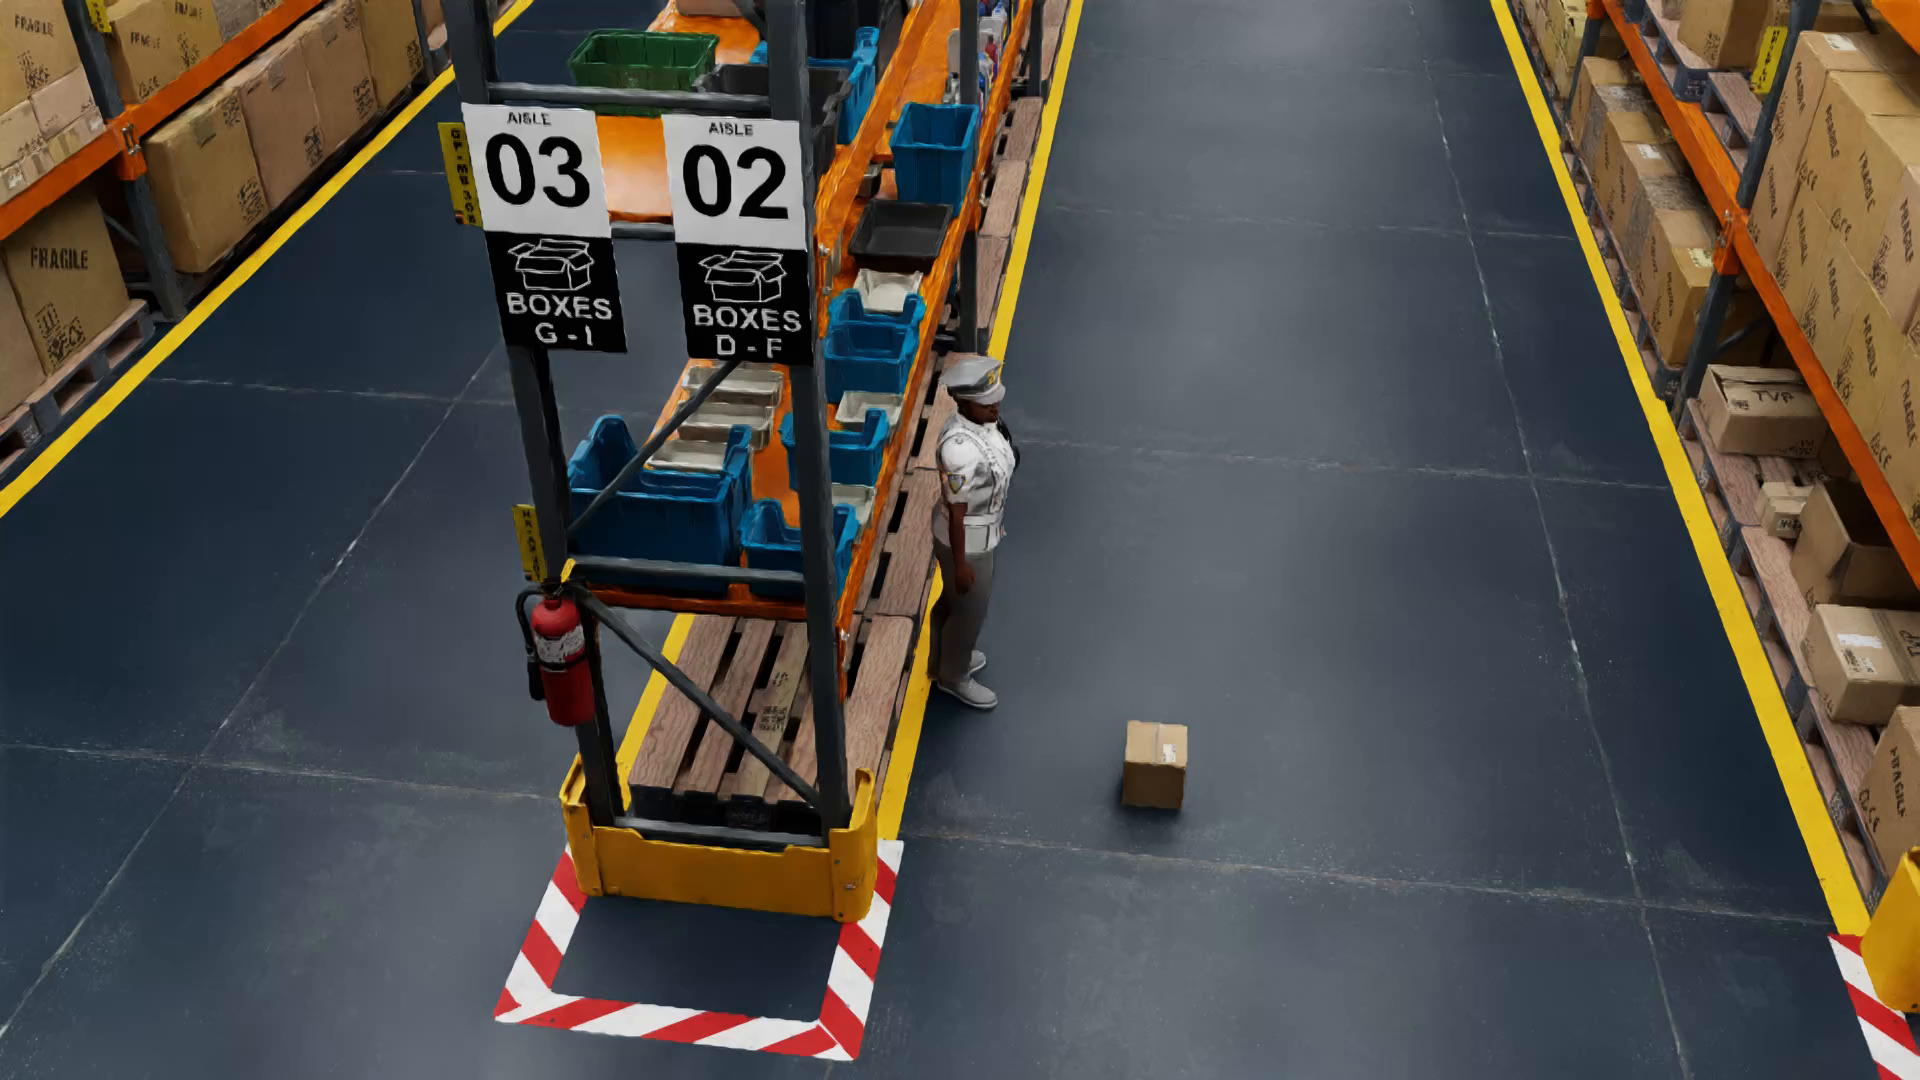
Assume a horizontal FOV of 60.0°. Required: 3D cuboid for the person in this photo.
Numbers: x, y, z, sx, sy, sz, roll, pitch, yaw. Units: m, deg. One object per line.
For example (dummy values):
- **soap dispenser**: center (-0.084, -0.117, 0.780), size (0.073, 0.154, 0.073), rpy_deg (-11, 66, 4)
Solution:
- **person**: center (0.043, -0.025, 7.053), size (0.392, 1.692, 0.482), rpy_deg (4, 36, 5)
